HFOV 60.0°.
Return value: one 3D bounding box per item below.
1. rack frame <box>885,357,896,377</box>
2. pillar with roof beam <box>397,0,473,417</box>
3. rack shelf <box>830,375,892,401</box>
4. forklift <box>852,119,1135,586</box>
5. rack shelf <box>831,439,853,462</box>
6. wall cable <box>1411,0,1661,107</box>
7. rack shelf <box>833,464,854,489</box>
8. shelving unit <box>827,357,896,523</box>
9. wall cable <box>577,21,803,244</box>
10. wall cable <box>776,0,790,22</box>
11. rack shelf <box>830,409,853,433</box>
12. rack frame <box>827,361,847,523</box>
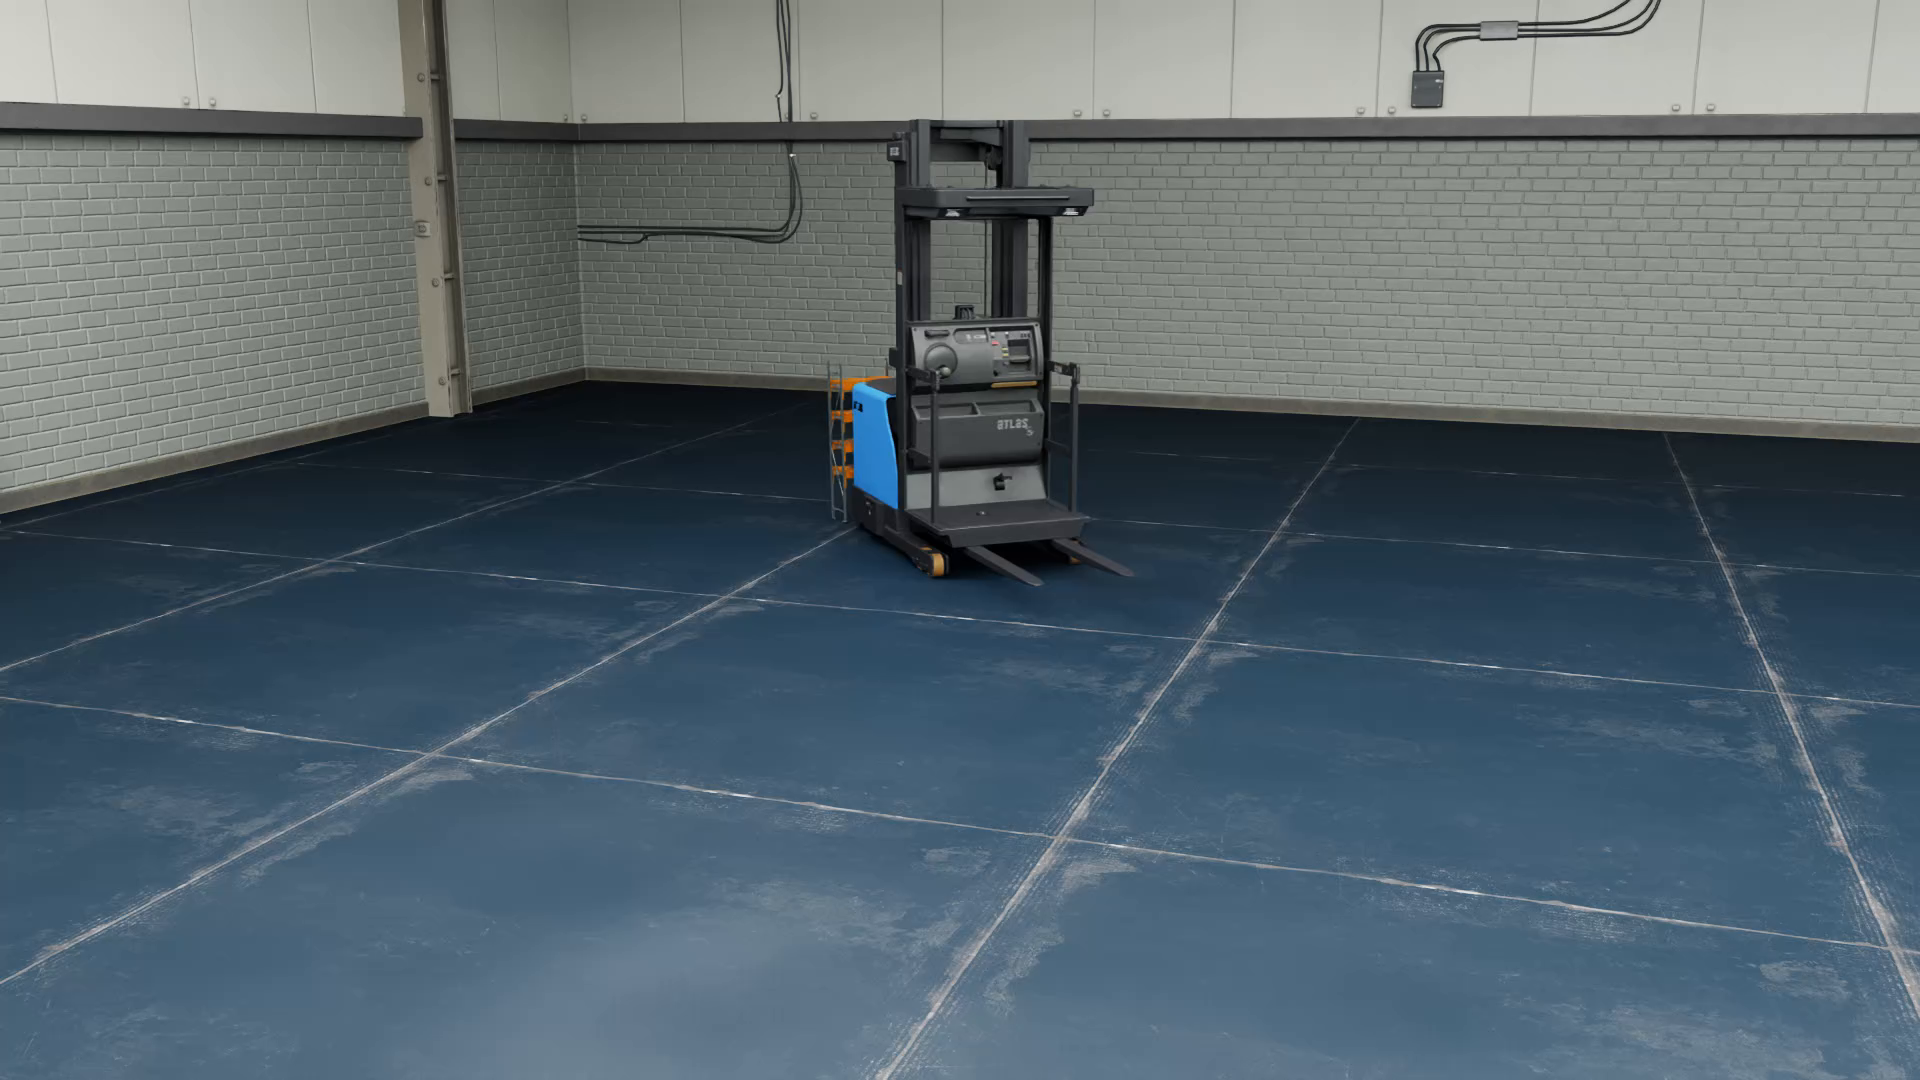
[{"bbox_3d":[-0.499,-0.789,12.728,0.015,1.200,0.240,-7,13,-28],"label":"rack frame"},{"bbox_3d":[-1.435,-5.440,15.598,9.100,9.000,0.400,4,14,18],"label":"pillar with roof beam"},{"bbox_3d":[-0.719,-1.148,12.537,0.480,0.148,0.258,-7,13,-28],"label":"rack shelf"},{"bbox_3d":[0.200,-1.284,11.028,1.130,2.935,3.031,-5,14,-21],"label":"forklift"},{"bbox_3d":[-0.711,-0.697,12.626,0.480,0.148,0.258,-7,13,-28],"label":"rack shelf"},{"bbox_3d":[5.674,-7.246,15.868,2.305,6.003,0.169,4,14,18],"label":"wall cable"},{"bbox_3d":[-0.708,-0.502,12.664,0.480,0.148,0.258,-7,13,-28],"label":"rack shelf"},{"bbox_3d":[-0.712,-0.763,12.613,0.503,1.200,0.258,-7,13,-28],"label":"shelving unit"},{"bbox_3d":[-3.304,-4.761,19.602,3.097,2.526,0.112,4,14,18],"label":"wall cable"},{"bbox_3d":[-0.744,-7.028,18.186,3.097,2.526,0.112,4,14,18],"label":"wall cable"},{"bbox_3d":[-0.715,-0.916,12.583,0.480,0.148,0.258,-7,13,-28],"label":"rack shelf"},{"bbox_3d":[-0.926,-0.737,12.498,0.015,1.200,0.240,-7,13,-28],"label":"rack frame"}]
